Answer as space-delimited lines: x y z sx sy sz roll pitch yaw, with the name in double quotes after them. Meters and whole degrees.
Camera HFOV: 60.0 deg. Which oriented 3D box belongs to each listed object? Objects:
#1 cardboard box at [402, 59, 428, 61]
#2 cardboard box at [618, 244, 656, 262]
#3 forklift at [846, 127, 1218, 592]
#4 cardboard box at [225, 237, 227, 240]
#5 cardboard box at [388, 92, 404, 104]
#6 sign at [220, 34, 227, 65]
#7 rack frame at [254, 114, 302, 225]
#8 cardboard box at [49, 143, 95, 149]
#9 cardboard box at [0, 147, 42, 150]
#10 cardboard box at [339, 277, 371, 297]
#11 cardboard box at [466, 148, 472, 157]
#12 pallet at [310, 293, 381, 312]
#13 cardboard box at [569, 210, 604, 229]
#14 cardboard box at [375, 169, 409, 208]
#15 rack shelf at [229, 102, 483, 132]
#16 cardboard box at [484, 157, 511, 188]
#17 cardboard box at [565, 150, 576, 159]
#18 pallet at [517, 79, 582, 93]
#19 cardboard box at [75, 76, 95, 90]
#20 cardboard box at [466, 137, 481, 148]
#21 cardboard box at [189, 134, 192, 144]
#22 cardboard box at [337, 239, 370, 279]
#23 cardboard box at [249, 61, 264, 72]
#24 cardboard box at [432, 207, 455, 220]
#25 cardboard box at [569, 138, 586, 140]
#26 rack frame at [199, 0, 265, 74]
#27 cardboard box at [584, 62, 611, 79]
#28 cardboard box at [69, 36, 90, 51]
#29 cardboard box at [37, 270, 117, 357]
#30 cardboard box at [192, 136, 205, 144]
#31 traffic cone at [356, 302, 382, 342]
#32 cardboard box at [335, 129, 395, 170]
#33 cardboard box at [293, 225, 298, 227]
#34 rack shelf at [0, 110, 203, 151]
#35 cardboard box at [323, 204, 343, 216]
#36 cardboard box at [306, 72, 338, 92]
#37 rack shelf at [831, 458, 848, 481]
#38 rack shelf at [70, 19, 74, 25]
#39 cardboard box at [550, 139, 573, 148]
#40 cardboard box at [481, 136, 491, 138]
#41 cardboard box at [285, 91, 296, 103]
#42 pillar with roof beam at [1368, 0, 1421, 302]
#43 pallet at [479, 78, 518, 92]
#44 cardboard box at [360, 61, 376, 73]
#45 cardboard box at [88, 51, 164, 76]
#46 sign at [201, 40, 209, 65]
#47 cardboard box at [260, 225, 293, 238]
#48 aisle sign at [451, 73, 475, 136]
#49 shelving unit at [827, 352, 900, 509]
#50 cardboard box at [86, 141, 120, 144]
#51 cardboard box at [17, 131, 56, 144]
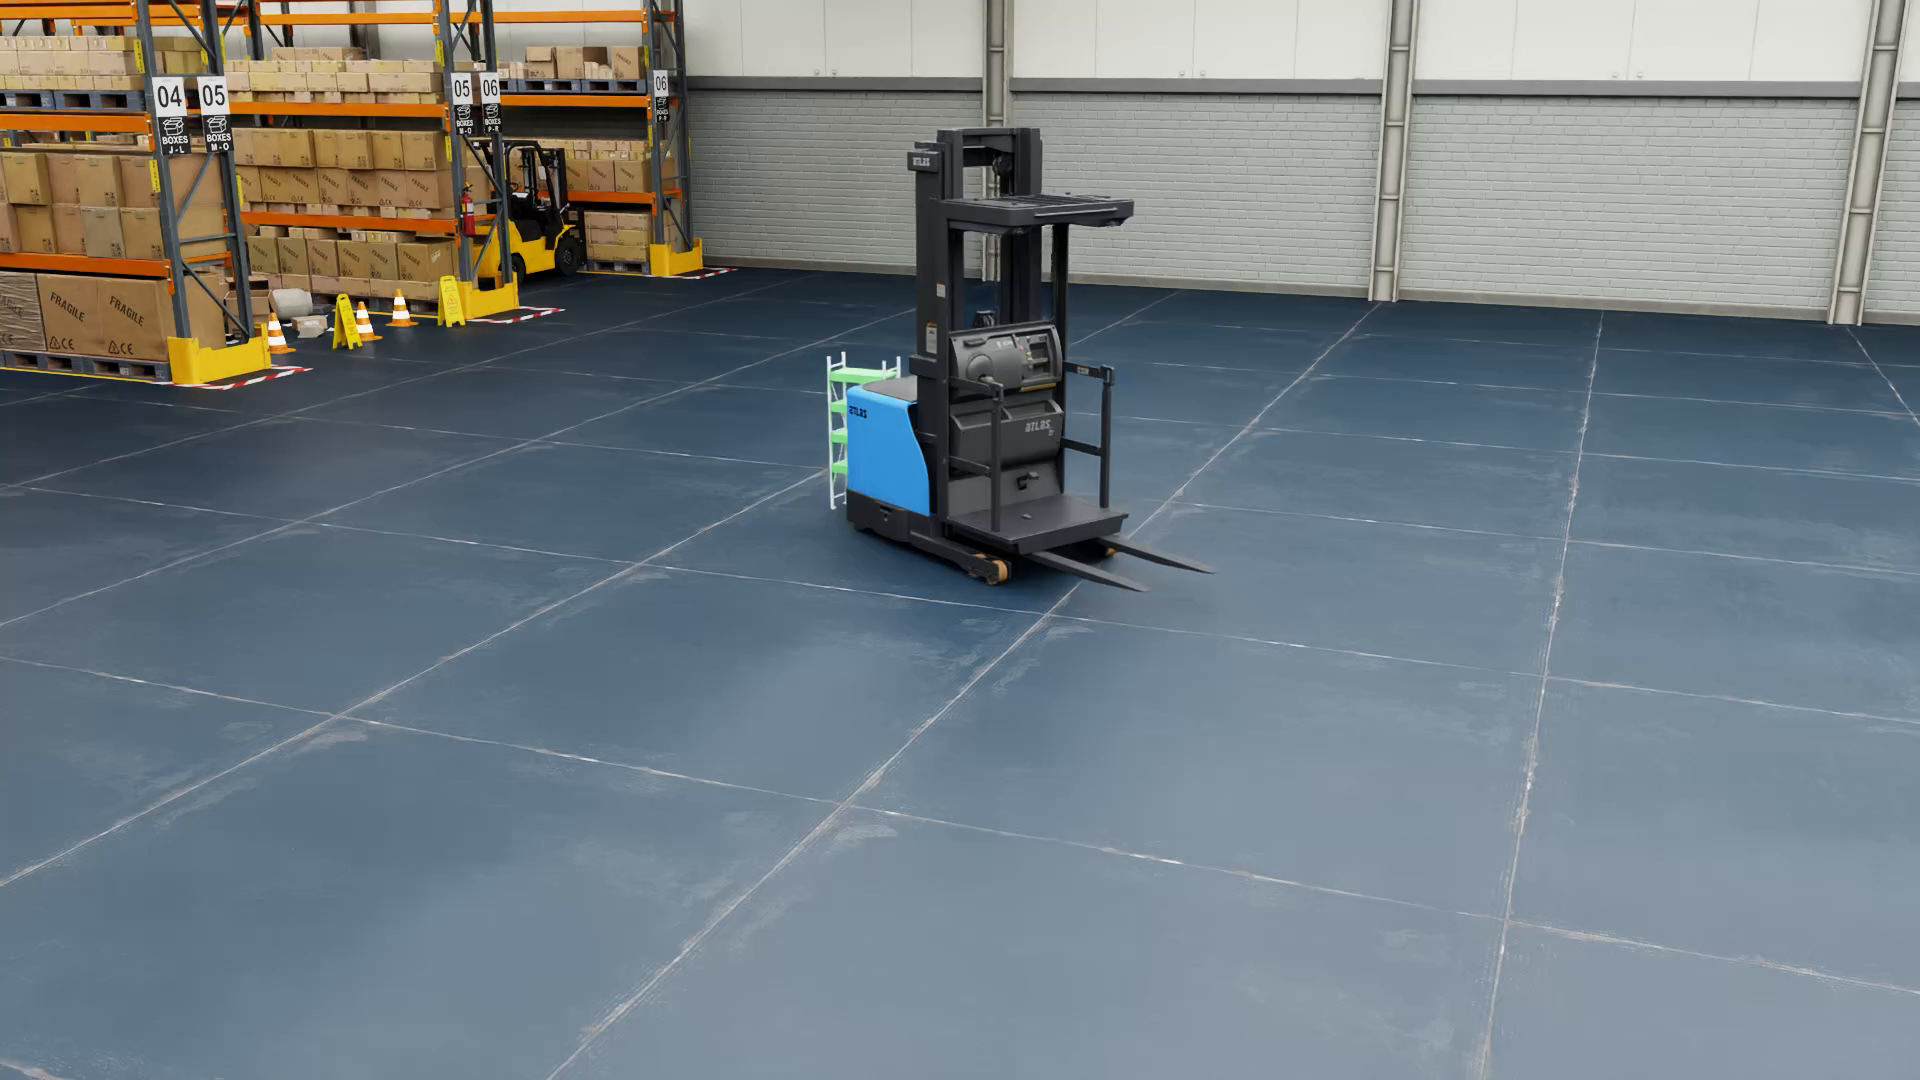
-9.163 -7.930 27.956 0.500 0.311 0.500 6 17 19 "cardboard box"
-5.232 -4.710 27.195 0.500 0.250 0.500 6 17 21 "cardboard box"
0.458 -1.264 11.269 1.130 2.935 3.031 -12 20 -37 "forklift"
-13.055 -5.723 30.239 0.500 0.500 0.500 6 17 20 "cardboard box"
-7.409 -5.911 22.226 0.250 0.149 0.380 7 18 22 "cardboard box"
-8.010 -5.322 18.036 0.005 0.325 0.100 6 17 21 "sign"
-12.121 -6.681 29.806 0.127 3.000 1.000 6 17 21 "rack frame"
-13.118 -5.628 24.714 0.500 0.500 0.500 7 18 23 "cardboard box"
-11.055 -4.208 19.081 0.550 0.550 0.875 6 17 21 "cardboard box"
-8.315 -3.576 23.290 0.500 0.250 0.500 6 17 19 "cardboard box"
-8.200 -6.530 27.945 0.250 0.149 0.380 6 17 20 "cardboard box"
-8.441 -3.461 23.716 1.213 0.211 1.003 6 17 21 "pallet"
-6.172 -5.290 27.400 0.500 0.250 0.500 7 17 21 "cardboard box"
-7.567 -4.802 22.622 0.500 0.500 0.500 6 17 21 "cardboard box"
-8.357 -5.874 22.938 4.000 0.370 1.077 6 17 21 "rack shelf"
-7.592 -6.158 27.824 0.500 0.500 0.500 7 17 22 "cardboard box"
-6.307 -6.310 27.185 0.250 0.149 0.380 6 17 21 "cardboard box"
-6.466 -7.464 27.282 1.213 0.211 1.003 6 17 21 "pallet"
-9.126 -4.848 17.632 0.250 0.149 0.380 7 17 21 "cardboard box"
-8.212 -6.664 27.873 0.250 0.149 0.380 7 17 22 "cardboard box"
-11.574 -5.912 24.529 0.250 0.149 0.380 7 18 24 "cardboard box"
-8.291 -3.936 23.186 0.500 0.500 0.500 6 17 19 "cardboard box"
-9.550 -6.521 22.897 0.250 0.149 0.380 6 17 19 "cardboard box"
-6.923 -4.437 22.527 0.250 0.149 0.380 7 18 22 "cardboard box"
-6.341 -6.620 27.721 0.250 0.149 0.380 6 17 21 "cardboard box"
-10.218 -7.865 23.124 0.127 3.000 1.000 6 17 21 "rack frame"
-5.797 -7.520 26.625 0.258 0.266 0.396 6 17 21 "cardboard box"
-9.127 -5.232 17.522 0.250 0.149 0.380 7 17 22 "cardboard box"
-9.693 -2.604 18.819 0.875 0.875 0.875 6 17 20 "cardboard box"
-13.707 -7.051 30.143 0.637 0.503 0.797 6 17 19 "cardboard box"
-7.461 -2.743 20.793 0.334 0.463 0.336 6 17 21 "traffic cone"
-8.032 -5.321 22.614 0.500 0.500 0.700 6 17 20 "cardboard box"
-11.546 -5.675 29.846 0.625 0.625 0.875 7 18 22 "cardboard box"
-10.079 -4.580 18.480 4.000 0.370 1.077 6 17 21 "rack shelf"
-8.611 -4.596 23.075 0.250 0.149 0.380 6 17 20 "cardboard box"
-8.494 -6.223 22.585 0.500 0.250 0.500 6 17 21 "cardboard box"
-0.733 -0.528 12.919 0.480 0.148 0.258 8 17 26 "rack shelf"
-17.702 -9.829 31.185 4.000 0.370 1.077 6 17 21 "rack shelf"
-6.518 -6.502 27.314 0.250 0.149 0.380 7 17 21 "cardboard box"
-7.992 -6.820 28.408 0.250 0.149 0.380 6 17 21 "cardboard box"
-9.061 -6.104 22.890 0.250 0.149 0.380 6 17 19 "cardboard box"
4.588 -6.704 19.127 0.400 9.000 9.100 6 17 21 "pillar with roof beam"
-7.597 -7.589 27.713 1.213 0.211 1.003 6 17 21 "pallet"
-7.832 -6.359 22.339 0.250 0.149 0.380 6 17 21 "cardboard box"
-8.777 -5.019 17.505 0.500 0.250 0.500 7 17 21 "cardboard box"
-10.418 -6.717 22.918 0.005 0.325 0.100 6 17 21 "sign"
-9.674 -4.378 23.544 0.250 0.149 0.380 7 17 21 "cardboard box"
-6.545 -5.742 21.908 0.004 0.787 0.394 6 17 21 "aisle sign"
-0.734 -0.821 12.838 0.503 1.200 0.258 8 17 26 "shelving unit"
-12.929 -5.761 25.172 0.500 0.500 0.500 6 17 20 "cardboard box"
-14.308 -6.035 25.609 0.500 0.500 0.500 6 17 19 "cardboard box"
